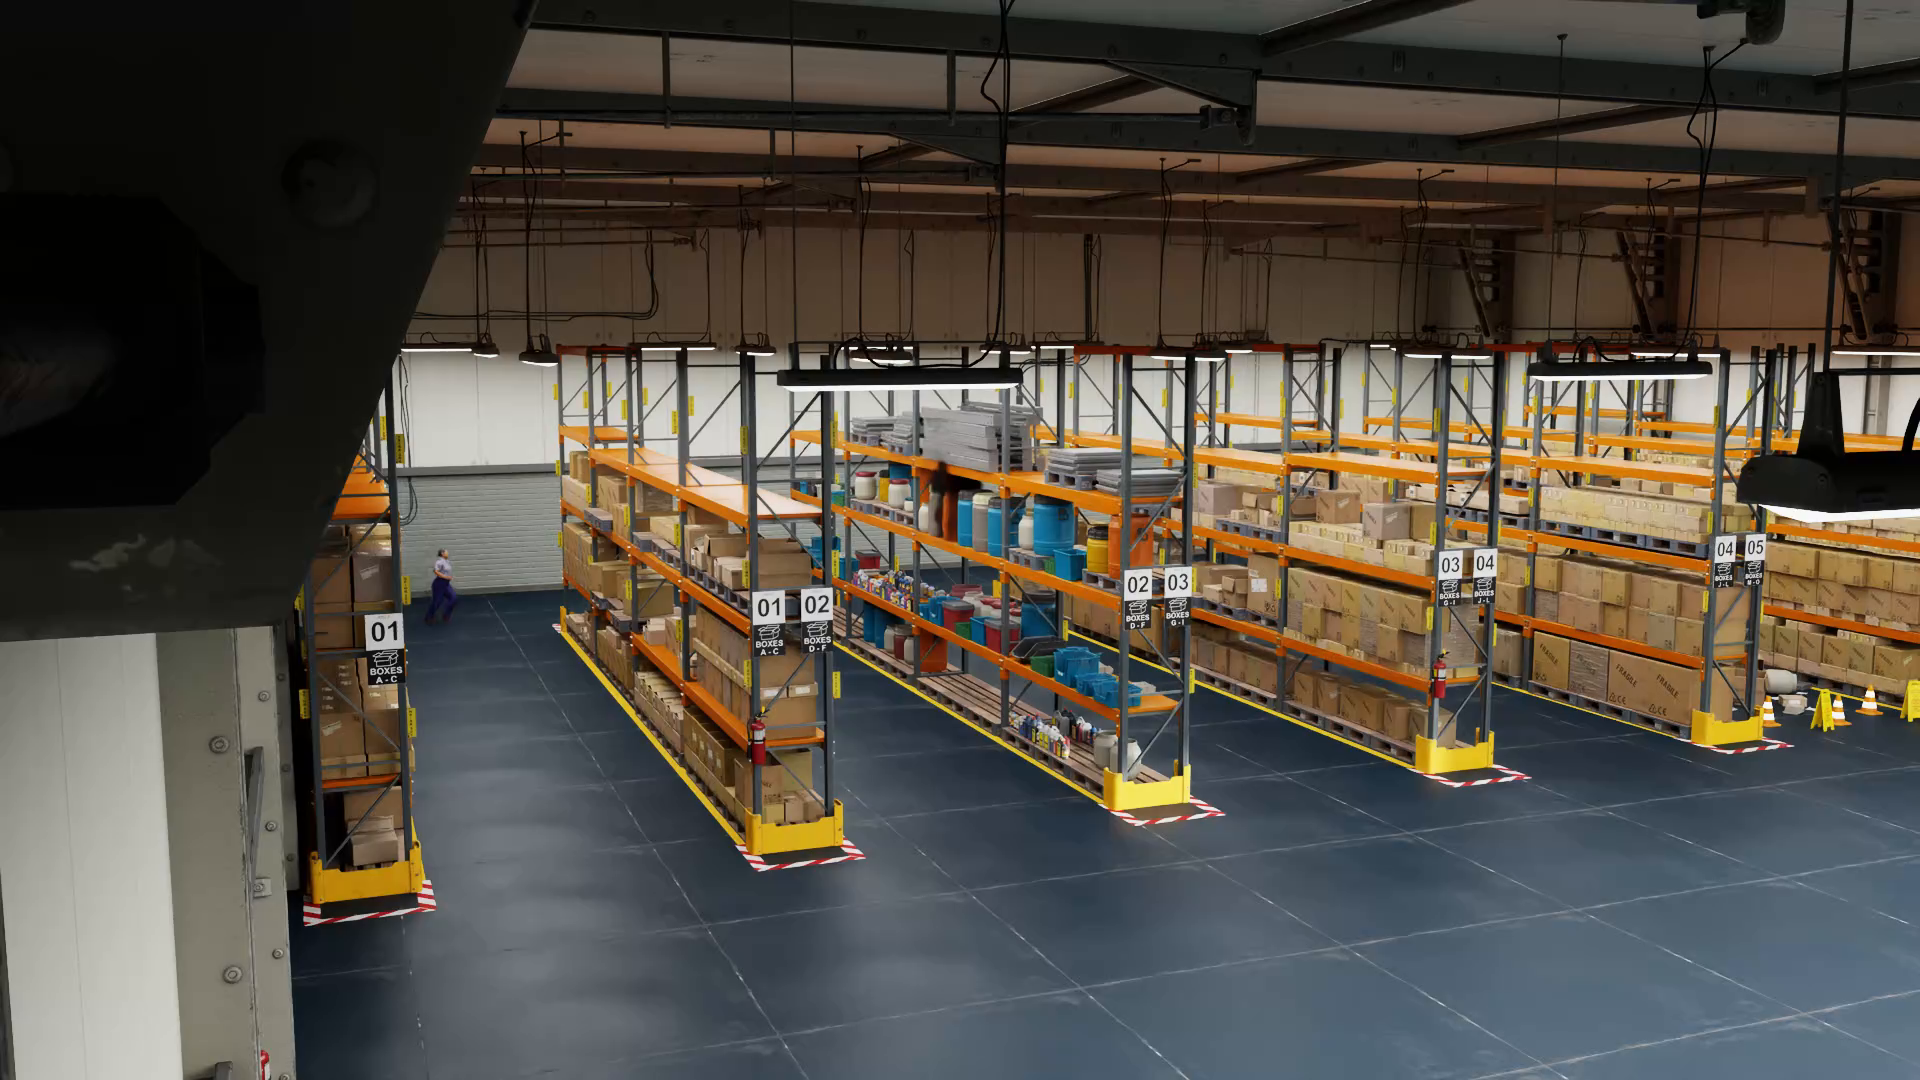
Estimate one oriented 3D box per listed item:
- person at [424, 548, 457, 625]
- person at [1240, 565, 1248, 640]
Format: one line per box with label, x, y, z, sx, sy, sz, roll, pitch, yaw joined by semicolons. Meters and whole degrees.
person;-11.137;0.996;35.709;0.649;1.641;0.669;0;7;2
person;5.712;1.279;33.253;0.649;1.703;0.660;-5;9;-37
